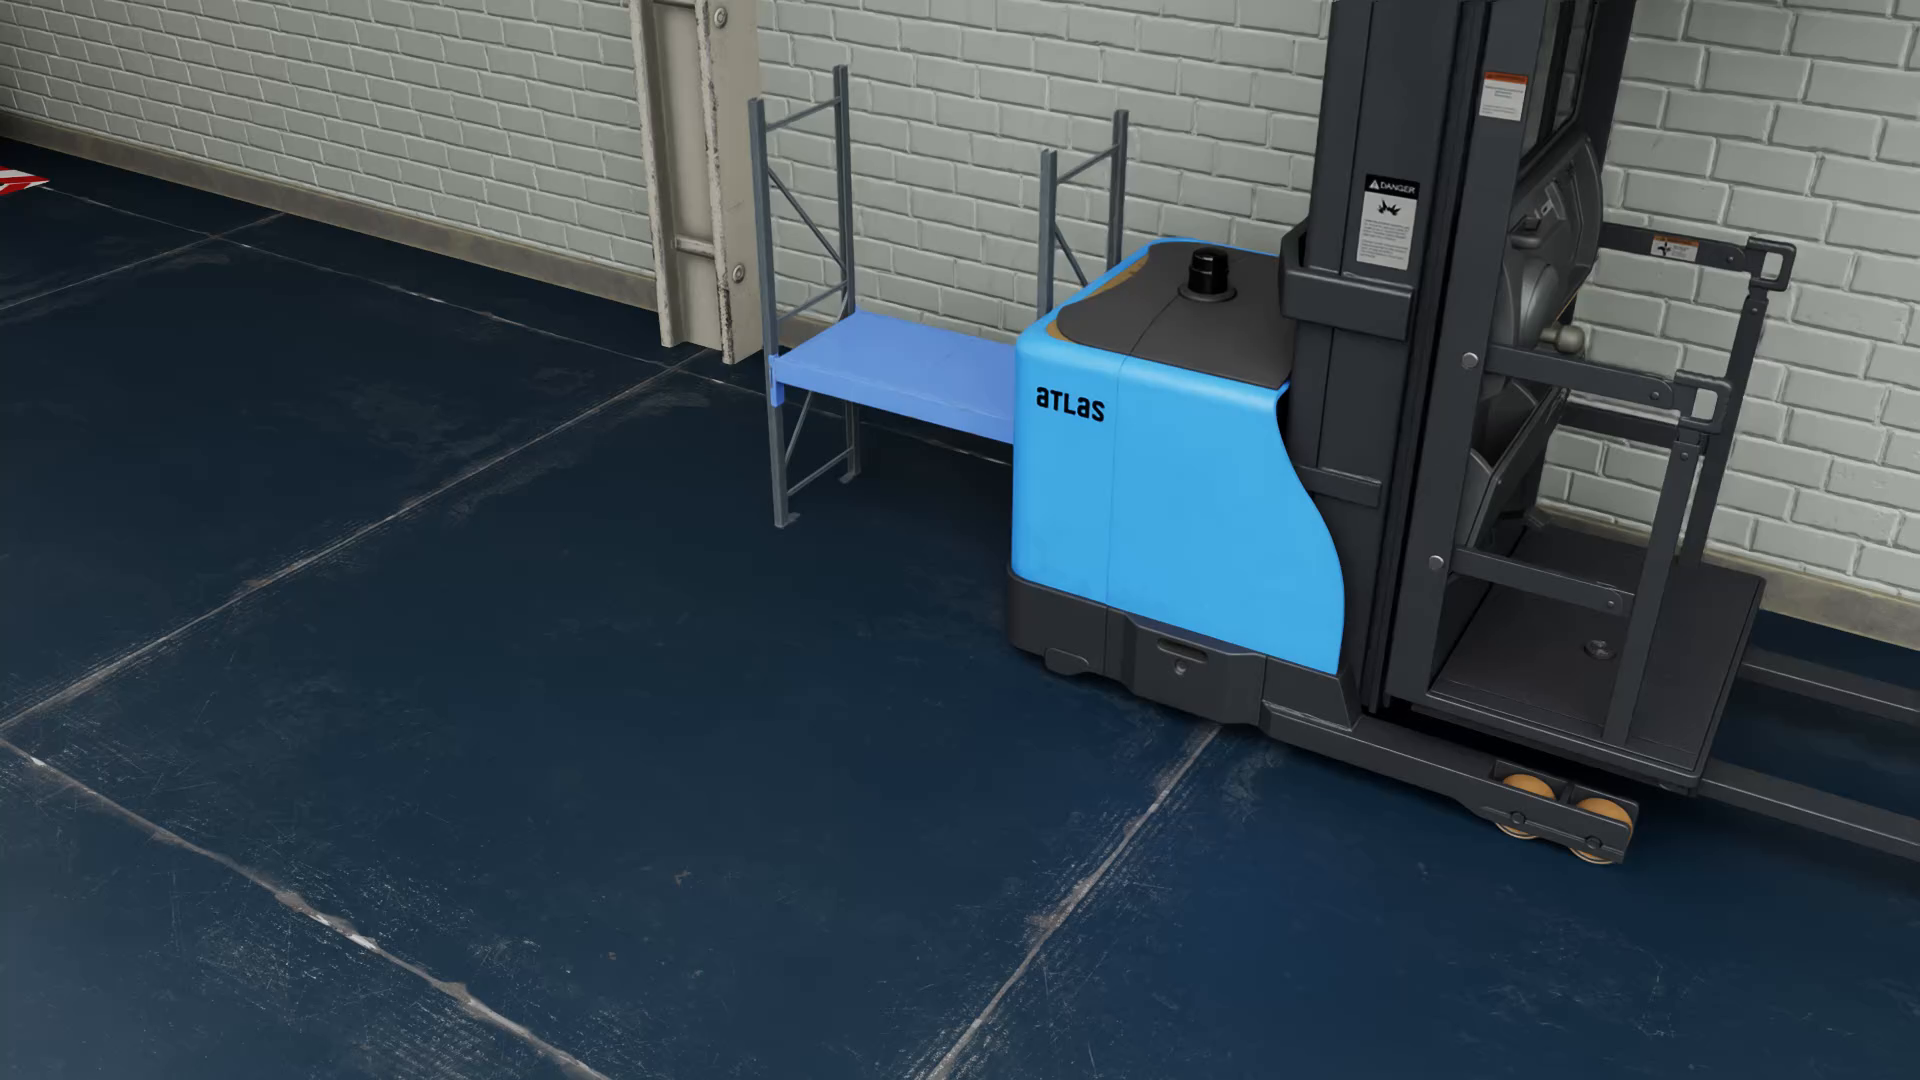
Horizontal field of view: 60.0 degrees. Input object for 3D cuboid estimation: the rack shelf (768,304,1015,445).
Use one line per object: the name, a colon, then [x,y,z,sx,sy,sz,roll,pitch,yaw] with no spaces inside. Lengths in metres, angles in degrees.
rack shelf: [-0.071,-0.511,5.495,1.000,0.185,0.538,17,34,26]

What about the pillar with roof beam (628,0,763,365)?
pillar with roof beam: [-3.335,-2.907,1.803,0.400,9.000,9.100,18,35,27]

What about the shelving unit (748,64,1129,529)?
shelving unit: [-0.071,-0.666,5.404,1.048,1.500,0.538,17,34,26]

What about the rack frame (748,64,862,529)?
rack frame: [-0.508,-0.798,5.629,0.032,1.500,0.500,17,34,26]

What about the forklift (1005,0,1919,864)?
forklift: [1.668,-0.734,4.099,3.031,2.935,1.130,17,34,26]

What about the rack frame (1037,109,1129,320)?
rack frame: [0.365,-0.535,5.179,0.032,1.500,0.500,17,34,26]
